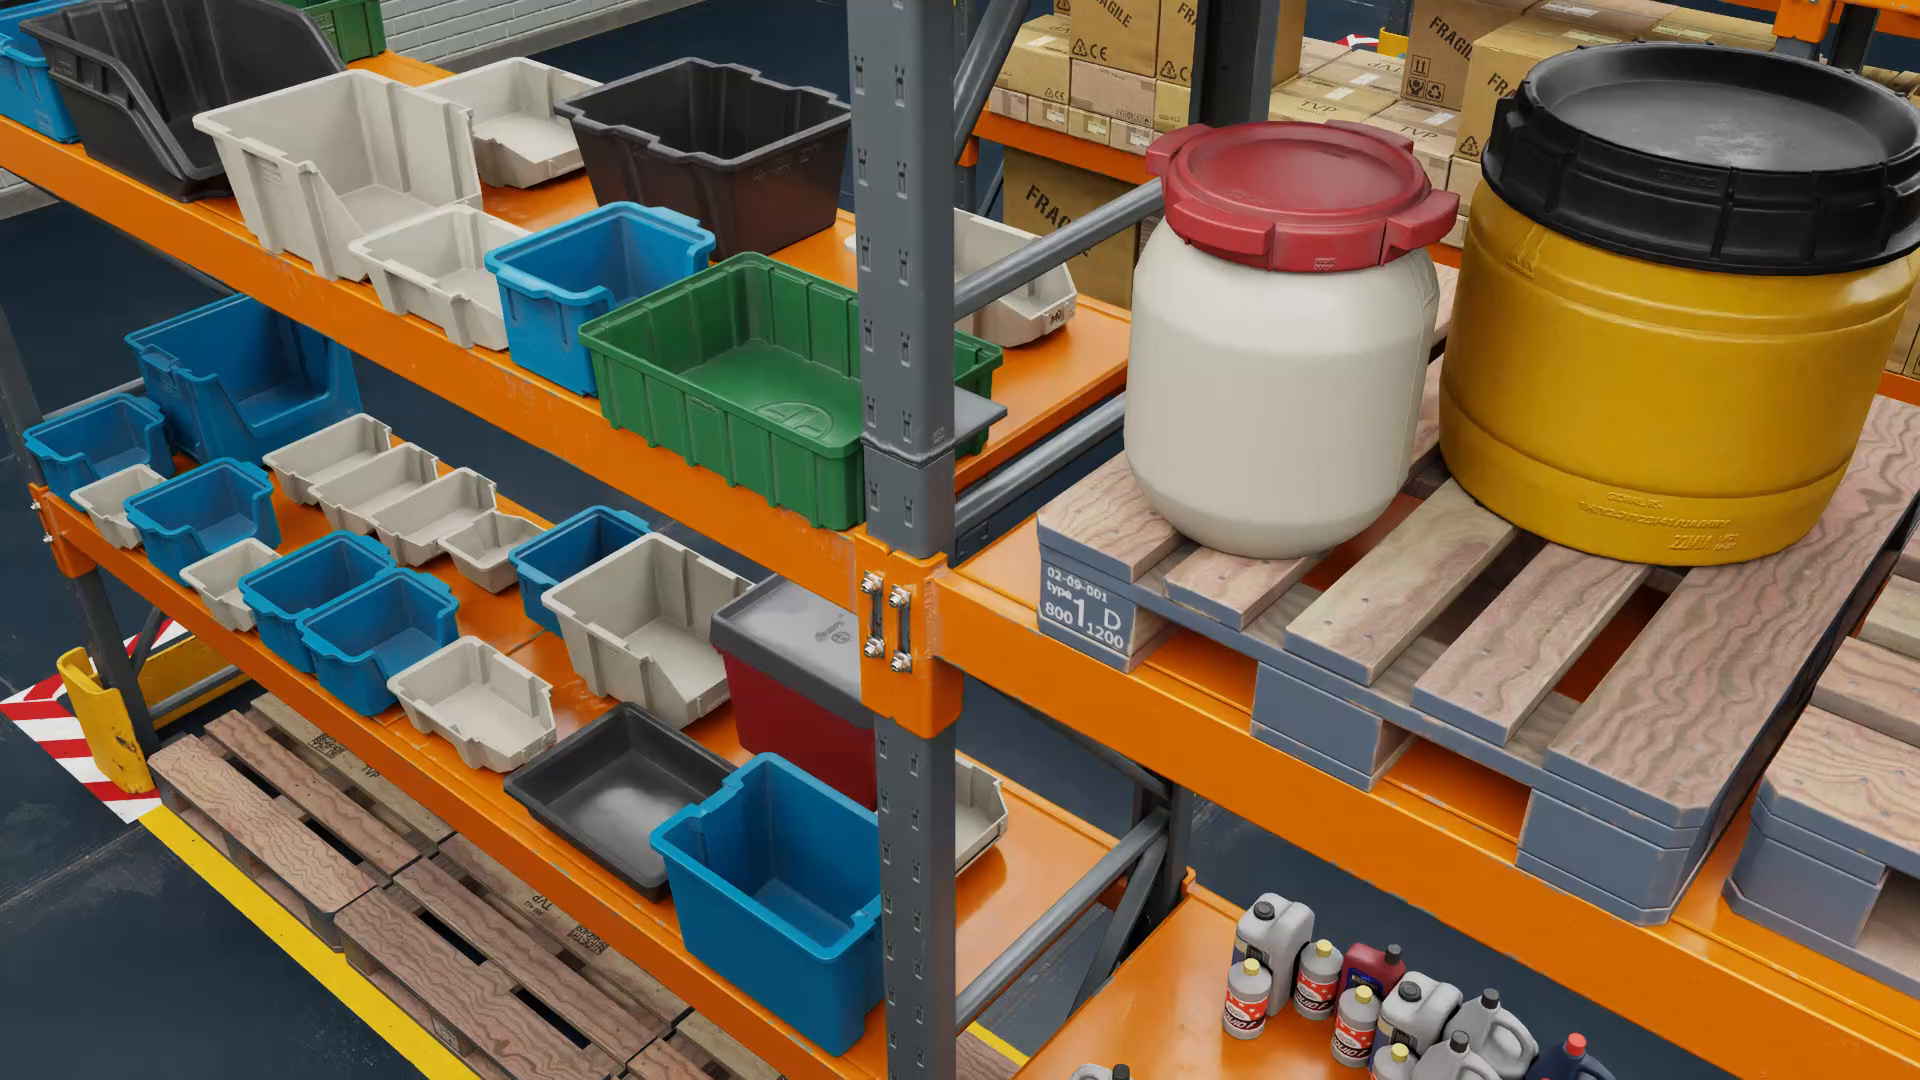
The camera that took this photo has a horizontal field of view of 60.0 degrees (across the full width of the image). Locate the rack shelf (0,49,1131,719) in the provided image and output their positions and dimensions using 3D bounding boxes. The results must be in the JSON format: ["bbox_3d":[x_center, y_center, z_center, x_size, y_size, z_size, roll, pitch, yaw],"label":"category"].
[{"bbox_3d":[-1.329,-0.778,4.219,4.000,0.370,1.077,25,42,32],"label":"rack shelf"}]

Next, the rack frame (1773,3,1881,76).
[{"bbox_3d":[3.377,-1.269,6.948,0.127,3.000,1.000,25,42,32],"label":"rack frame"}]

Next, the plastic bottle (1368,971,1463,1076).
[{"bbox_3d":[0.999,1.072,3.649,0.135,0.276,0.152,25,42,32],"label":"plastic bottle"}]

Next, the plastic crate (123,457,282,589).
[{"bbox_3d":[-2.381,-0.047,5.264,0.300,0.233,0.416,25,42,32],"label":"plastic crate"}]

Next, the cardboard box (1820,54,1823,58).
[{"bbox_3d":[5.738,-3.256,11.464,0.250,0.149,0.380,26,42,33],"label":"cardboard box"}]

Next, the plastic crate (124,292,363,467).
[{"bbox_3d":[-2.489,-0.562,5.835,0.499,0.435,0.616,25,42,32],"label":"plastic crate"}]

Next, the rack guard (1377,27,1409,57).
[{"bbox_3d":[3.613,-3.781,12.814,0.348,0.500,1.175,25,42,32],"label":"rack guard"}]

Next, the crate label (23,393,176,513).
[{"bbox_3d":[-2.887,-0.286,5.611,0.303,0.233,0.416,25,42,32],"label":"crate label"}]

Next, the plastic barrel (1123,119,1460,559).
[{"bbox_3d":[0.452,-0.280,2.367,0.433,0.535,0.433,0,34,0],"label":"plastic barrel"}]

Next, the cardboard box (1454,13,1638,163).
[{"bbox_3d":[2.471,-1.872,7.034,0.500,0.500,0.500,26,42,32],"label":"cardboard box"}]

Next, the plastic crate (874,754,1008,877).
[{"bbox_3d":[-0.058,0.739,4.204,0.243,0.136,0.396,25,42,32],"label":"plastic crate"}]

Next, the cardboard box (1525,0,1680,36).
[{"bbox_3d":[2.799,-2.105,7.373,0.500,0.500,0.500,25,42,32],"label":"cardboard box"}]

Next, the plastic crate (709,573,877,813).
[{"bbox_3d":[-0.317,0.402,4.405,0.583,0.464,0.402,25,42,32],"label":"plastic crate"}]

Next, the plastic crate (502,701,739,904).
[{"bbox_3d":[-0.824,0.686,4.291,0.590,0.125,0.437,25,42,32],"label":"plastic crate"}]

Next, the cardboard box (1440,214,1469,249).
[{"bbox_3d":[2.341,-1.413,7.379,0.250,0.149,0.380,26,42,33],"label":"cardboard box"}]

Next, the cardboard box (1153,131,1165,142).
[{"bbox_3d":[1.156,-1.971,8.192,0.250,0.149,0.380,24,41,31],"label":"cardboard box"}]

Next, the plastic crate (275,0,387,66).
[{"bbox_3d":[-1.925,-1.479,4.791,0.336,0.188,0.450,25,42,32],"label":"plastic crate"}]

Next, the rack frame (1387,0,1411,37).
[{"bbox_3d":[3.554,-4.839,12.146,0.127,3.000,1.000,25,42,32],"label":"rack frame"}]

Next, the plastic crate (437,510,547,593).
[{"bbox_3d":[-1.441,0.038,5.224,0.250,0.136,0.298,25,42,32],"label":"plastic crate"}]

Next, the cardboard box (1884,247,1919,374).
[{"bbox_3d":[3.571,-1.035,6.519,0.500,0.500,0.500,25,42,32],"label":"cardboard box"}]

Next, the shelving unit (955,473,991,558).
[{"bbox_3d":[-0.127,-0.555,7.498,0.503,1.200,0.258,25,42,32],"label":"shelving unit"}]

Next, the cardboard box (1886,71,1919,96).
[{"bbox_3d":[6.323,-2.974,11.052,0.250,0.149,0.380,28,43,34],"label":"cardboard box"}]

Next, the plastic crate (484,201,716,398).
[{"bbox_3d":[-0.696,-0.472,3.286,0.300,0.233,0.416,25,42,32],"label":"plastic crate"}]

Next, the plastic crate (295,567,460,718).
[{"bbox_3d":[-1.644,0.300,4.759,0.300,0.233,0.416,25,42,32],"label":"plastic crate"}]

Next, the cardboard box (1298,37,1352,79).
[{"bbox_3d":[1.626,-2.350,8.392,0.500,0.250,0.500,24,41,30],"label":"cardboard box"}]

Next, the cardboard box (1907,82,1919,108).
[{"bbox_3d":[3.874,-1.496,6.304,0.637,0.503,0.797,24,41,31],"label":"cardboard box"}]

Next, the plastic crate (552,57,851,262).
[{"bbox_3d":[-0.571,-0.866,3.827,0.590,0.269,0.497,25,42,32],"label":"plastic crate"}]

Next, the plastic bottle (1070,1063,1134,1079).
[{"bbox_3d":[0.303,1.190,3.412,0.185,0.351,0.144,25,42,32],"label":"plastic bottle"}]

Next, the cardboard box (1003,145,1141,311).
[{"bbox_3d":[0.846,-1.818,9.253,0.875,0.875,0.875,25,42,32],"label":"cardboard box"}]

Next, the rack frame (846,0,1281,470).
[{"bbox_3d":[0.208,-1.587,2.112,0.127,3.000,1.000,25,42,32],"label":"rack frame"}]

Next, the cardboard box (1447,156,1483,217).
[{"bbox_3d":[2.471,-1.562,7.244,0.500,0.250,0.500,27,43,33],"label":"cardboard box"}]

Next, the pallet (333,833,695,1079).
[{"bbox_3d":[-1.323,1.344,5.606,1.213,0.211,1.003,25,42,32],"label":"pallet"}]

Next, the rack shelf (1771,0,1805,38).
[{"bbox_3d":[1.840,-2.933,7.357,4.000,0.370,1.077,25,42,32],"label":"rack shelf"}]

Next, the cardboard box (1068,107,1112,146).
[{"bbox_3d":[0.760,-2.157,8.463,0.250,0.149,0.380,24,41,31],"label":"cardboard box"}]

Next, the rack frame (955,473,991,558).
[{"bbox_3d":[0.060,-0.466,7.369,0.015,1.200,0.240,25,42,32],"label":"rack frame"}]

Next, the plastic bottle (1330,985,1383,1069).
[{"bbox_3d":[0.888,1.075,3.711,0.097,0.201,0.097,0,34,0],"label":"plastic bottle"}]

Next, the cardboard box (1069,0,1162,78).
[{"bbox_3d":[0.884,-2.615,8.116,0.500,0.500,0.500,24,41,31],"label":"cardboard box"}]

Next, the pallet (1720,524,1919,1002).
[{"bbox_3d":[1.747,0.378,2.067,1.213,0.211,1.003,25,42,32],"label":"pallet"}]

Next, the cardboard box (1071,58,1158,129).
[{"bbox_3d":[0.903,-2.302,8.322,0.500,0.250,0.500,25,41,31],"label":"cardboard box"}]

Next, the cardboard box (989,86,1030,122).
[{"bbox_3d":[0.365,-2.342,8.732,0.250,0.149,0.380,26,42,32],"label":"cardboard box"}]

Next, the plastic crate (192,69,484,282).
[{"bbox_3d":[-1.360,-0.813,3.740,0.530,0.282,0.437,25,42,32],"label":"plastic crate"}]

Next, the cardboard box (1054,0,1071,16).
[{"bbox_3d":[0.846,-3.025,8.713,0.500,0.500,0.500,26,42,32],"label":"cardboard box"}]

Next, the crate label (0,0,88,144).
[{"bbox_3d":[-2.363,-1.263,4.421,0.502,0.251,0.408,25,42,32],"label":"crate label"}]

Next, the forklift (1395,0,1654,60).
[{"bbox_3d":[3.846,-2.785,9.217,3.031,2.935,1.130,24,41,31],"label":"forklift"}]

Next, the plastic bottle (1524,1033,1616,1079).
[{"bbox_3d":[1.266,1.164,3.449,0.185,0.351,0.144,25,42,32],"label":"plastic bottle"}]

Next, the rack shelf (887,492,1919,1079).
[{"bbox_3d":[1.745,0.671,2.110,4.000,0.370,1.077,25,42,32],"label":"rack shelf"}]

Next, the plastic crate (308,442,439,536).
[{"bbox_3d":[-1.910,-0.151,5.500,0.243,0.136,0.396,25,42,32],"label":"plastic crate"}]

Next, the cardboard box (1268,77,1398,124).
[{"bbox_3d":[1.691,-1.931,7.782,0.500,0.250,0.500,24,41,31],"label":"cardboard box"}]

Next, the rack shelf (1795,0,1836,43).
[{"bbox_3d":[4.914,-1.484,5.248,4.000,0.370,1.077,25,42,32],"label":"rack shelf"}]

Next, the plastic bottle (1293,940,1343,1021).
[{"bbox_3d":[0.825,1.000,3.819,0.097,0.201,0.097,0,34,0],"label":"plastic bottle"}]
